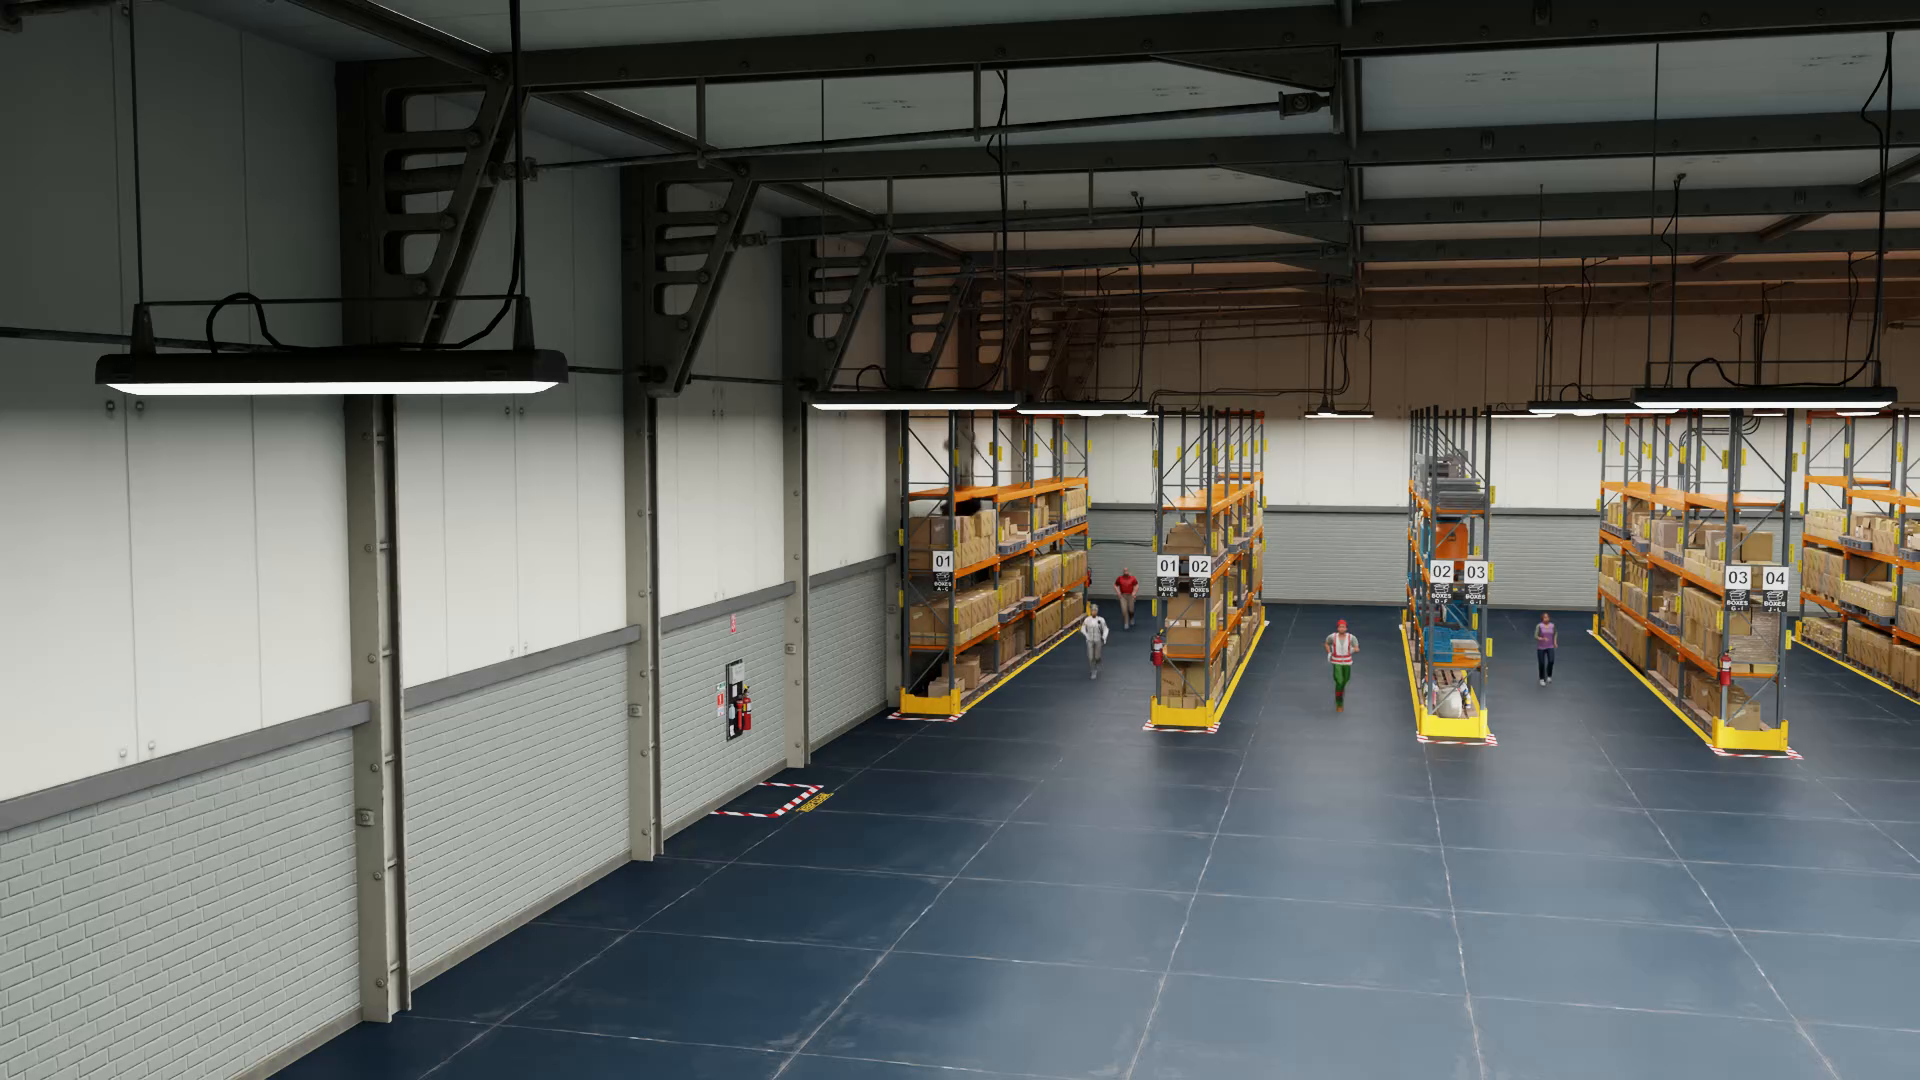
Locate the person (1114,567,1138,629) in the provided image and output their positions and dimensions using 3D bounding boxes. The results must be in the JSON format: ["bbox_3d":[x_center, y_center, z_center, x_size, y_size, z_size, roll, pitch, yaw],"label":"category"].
[{"bbox_3d":[4.582,1.592,45.935,0.672,1.698,0.585,1,4,7],"label":"person"}]

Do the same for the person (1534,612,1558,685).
[{"bbox_3d":[12.637,2.348,35.846,0.512,1.570,0.636,1,4,11],"label":"person"}]

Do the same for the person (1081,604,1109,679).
[{"bbox_3d":[2.991,2.252,37.025,0.616,1.660,0.554,1,4,9],"label":"person"}]

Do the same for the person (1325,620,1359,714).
[{"bbox_3d":[7.545,2.486,32.794,0.618,1.850,0.800,0,4,1],"label":"person"}]
